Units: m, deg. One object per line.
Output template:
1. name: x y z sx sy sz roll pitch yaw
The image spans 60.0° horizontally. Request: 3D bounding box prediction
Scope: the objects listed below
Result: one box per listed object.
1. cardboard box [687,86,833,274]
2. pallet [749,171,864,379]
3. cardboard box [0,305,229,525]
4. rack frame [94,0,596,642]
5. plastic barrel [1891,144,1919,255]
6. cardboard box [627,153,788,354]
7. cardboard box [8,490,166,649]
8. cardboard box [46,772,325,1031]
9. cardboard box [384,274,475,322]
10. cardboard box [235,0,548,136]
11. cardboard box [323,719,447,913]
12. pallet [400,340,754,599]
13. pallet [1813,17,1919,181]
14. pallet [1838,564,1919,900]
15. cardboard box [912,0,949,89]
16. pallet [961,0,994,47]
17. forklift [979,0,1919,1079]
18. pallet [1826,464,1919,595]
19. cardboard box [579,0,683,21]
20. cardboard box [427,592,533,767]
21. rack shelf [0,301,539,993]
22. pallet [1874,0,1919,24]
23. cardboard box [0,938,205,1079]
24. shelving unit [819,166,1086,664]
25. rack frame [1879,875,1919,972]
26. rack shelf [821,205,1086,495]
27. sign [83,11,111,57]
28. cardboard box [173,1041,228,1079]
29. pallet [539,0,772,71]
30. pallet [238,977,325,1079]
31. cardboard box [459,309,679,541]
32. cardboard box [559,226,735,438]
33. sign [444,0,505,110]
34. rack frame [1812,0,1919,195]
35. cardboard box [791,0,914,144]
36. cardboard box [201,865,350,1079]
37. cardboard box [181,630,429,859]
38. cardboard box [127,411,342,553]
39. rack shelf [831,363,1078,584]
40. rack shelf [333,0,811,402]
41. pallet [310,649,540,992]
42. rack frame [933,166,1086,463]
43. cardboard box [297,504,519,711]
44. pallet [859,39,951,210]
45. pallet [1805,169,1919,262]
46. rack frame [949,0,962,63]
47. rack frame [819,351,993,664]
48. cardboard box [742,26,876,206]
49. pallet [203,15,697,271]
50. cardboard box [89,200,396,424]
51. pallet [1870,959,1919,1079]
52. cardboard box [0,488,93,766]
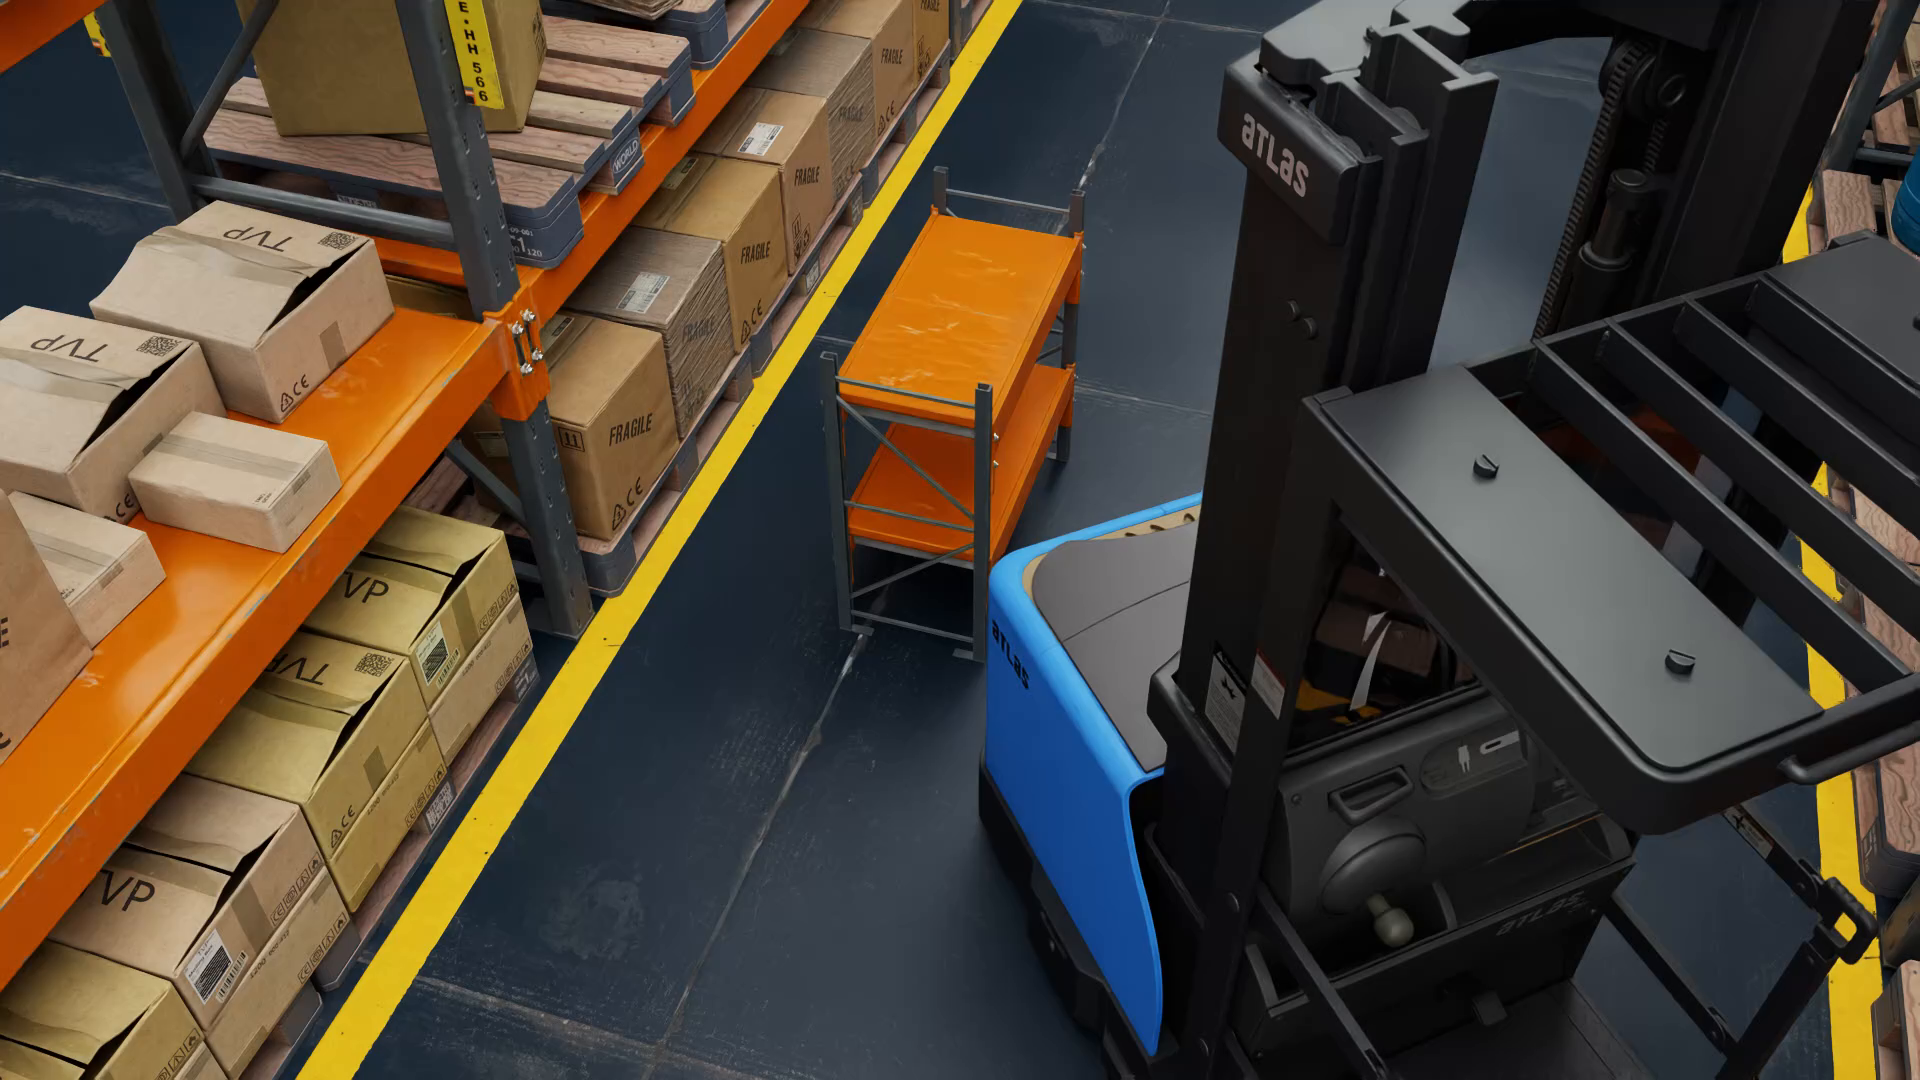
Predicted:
1. cardboard box: -0.826 -1.427 6.536 0.500 0.500 0.500 11 45 11
2. pallet: -1.065 -1.191 6.816 1.003 0.211 1.213 13 46 13
3. cardboard box: -2.154 -0.301 3.976 0.500 0.311 0.500 12 46 12
4. rack frame: -1.699 -0.888 4.512 1.000 3.000 0.127 13 46 13
5. plastic barrel: 4.051 -1.543 6.383 0.600 0.901 0.708 13 46 13
6. cardboard box: -0.979 -1.078 6.179 0.500 0.500 0.500 12 46 12
7. cardboard box: -2.031 0.064 3.719 0.380 0.149 0.250 16 47 15
8. cardboard box: -1.929 0.829 4.022 0.500 0.311 0.500 12 46 12
9. cardboard box: -1.639 -0.825 5.921 0.500 0.500 0.500 14 46 14
10. cardboard box: -1.616 -1.517 4.784 0.700 0.500 0.500 -1 44 -1
11. cardboard box: -1.778 0.692 4.564 0.500 0.250 0.500 12 46 12
12. pallet: -1.437 -0.381 5.988 1.003 0.211 1.213 13 46 13
13. pallet: 4.418 -2.004 7.647 1.003 0.211 1.213 13 46 13
14. pallet: 3.220 0.626 4.959 1.003 0.211 1.213 13 46 13
15. cardboard box: -0.364 -2.428 7.559 0.500 0.500 0.500 12 46 12
16. pallet: -0.279 -3.015 8.680 1.003 0.211 1.213 13 46 13
17. forklift: 1.111 0.573 3.069 1.130 2.935 3.031 -17 47 -17
18. pallet: 3.591 -0.184 5.787 1.003 0.211 1.213 13 46 13
19. cardboard box: -1.157 -2.086 5.366 0.700 0.500 0.500 21 48 20
20. cardboard box: -1.626 0.347 4.916 0.500 0.250 0.500 14 46 13
21. rack shelf: -2.305 0.703 3.402 1.077 0.370 4.000 13 46 13
22. pallet: 4.785 -2.820 8.481 1.003 0.211 1.213 13 46 13
23. cardboard box: -2.083 1.163 3.682 0.500 0.311 0.500 14 46 14
24. shelving unit: 0.002 -0.407 5.361 0.538 1.125 1.048 13 46 13
25. rack frame: 3.021 0.164 3.438 1.000 3.000 0.127 13 46 13
26. rack shelf: 0.002 -0.616 5.156 0.538 0.278 1.000 13 46 13
27. sign: -2.219 -1.382 4.246 0.100 0.325 0.005 13 46 13
28. cardboard box: -2.087 1.370 3.871 0.500 0.250 0.500 13 46 13
29. pallet: -1.114 -2.116 5.905 1.003 0.211 1.213 13 46 13
30. pallet: -2.357 1.460 4.107 1.003 0.211 1.213 13 46 13
31. cardboard box: -1.289 -0.394 5.481 0.500 0.500 0.500 14 46 14
32. cardboard box: -1.135 -0.745 5.839 0.500 0.500 0.500 11 45 11
33. sign: -1.169 -1.186 3.990 0.100 0.325 0.005 13 46 13
34. rack frame: 4.232 -2.502 6.162 1.000 3.000 0.127 13 46 13
35. cardboard box: -0.522 -2.100 7.224 0.500 0.500 0.500 13 46 13
36. cardboard box: -1.934 1.026 4.222 0.500 0.250 0.500 14 46 13
37. cardboard box: -1.774 0.494 4.366 0.500 0.311 0.500 12 46 12
38. cardboard box: -1.708 -0.140 3.928 0.380 0.149 0.250 13 46 13
39. rack shelf: 0.002 -0.232 5.532 0.538 0.278 1.000 13 46 13
40. rack shelf: -1.093 -1.964 6.126 1.077 0.370 4.000 13 46 13
41. pallet: -1.985 0.649 4.935 1.003 0.211 1.213 13 46 13
42. rack frame: 0.156 -0.745 5.707 0.500 1.125 0.032 13 46 13
43. cardboard box: -1.623 0.146 4.721 0.500 0.311 0.500 14 46 14
44. pallet: -0.698 -2.007 7.650 1.003 0.211 1.213 13 46 13
45. pallet: 3.959 -1.000 6.621 1.003 0.211 1.213 13 46 13
46. rack frame: -0.488 -3.554 7.237 1.000 3.000 0.127 13 46 13
47. rack frame: -0.152 -0.068 5.015 0.500 1.125 0.032 13 46 13
48. cardboard box: -0.674 -1.766 6.883 0.500 0.500 0.500 13 46 13
49. pallet: -1.560 -1.286 5.057 1.213 0.211 1.003 13 46 13
50. cardboard box: -1.851 -0.623 4.305 0.500 0.311 0.500 15 46 15
51. pallet: 2.749 1.669 3.894 1.003 0.211 1.213 13 46 13
52. cardboard box: -2.191 0.198 3.331 0.500 0.500 0.500 10 45 10
